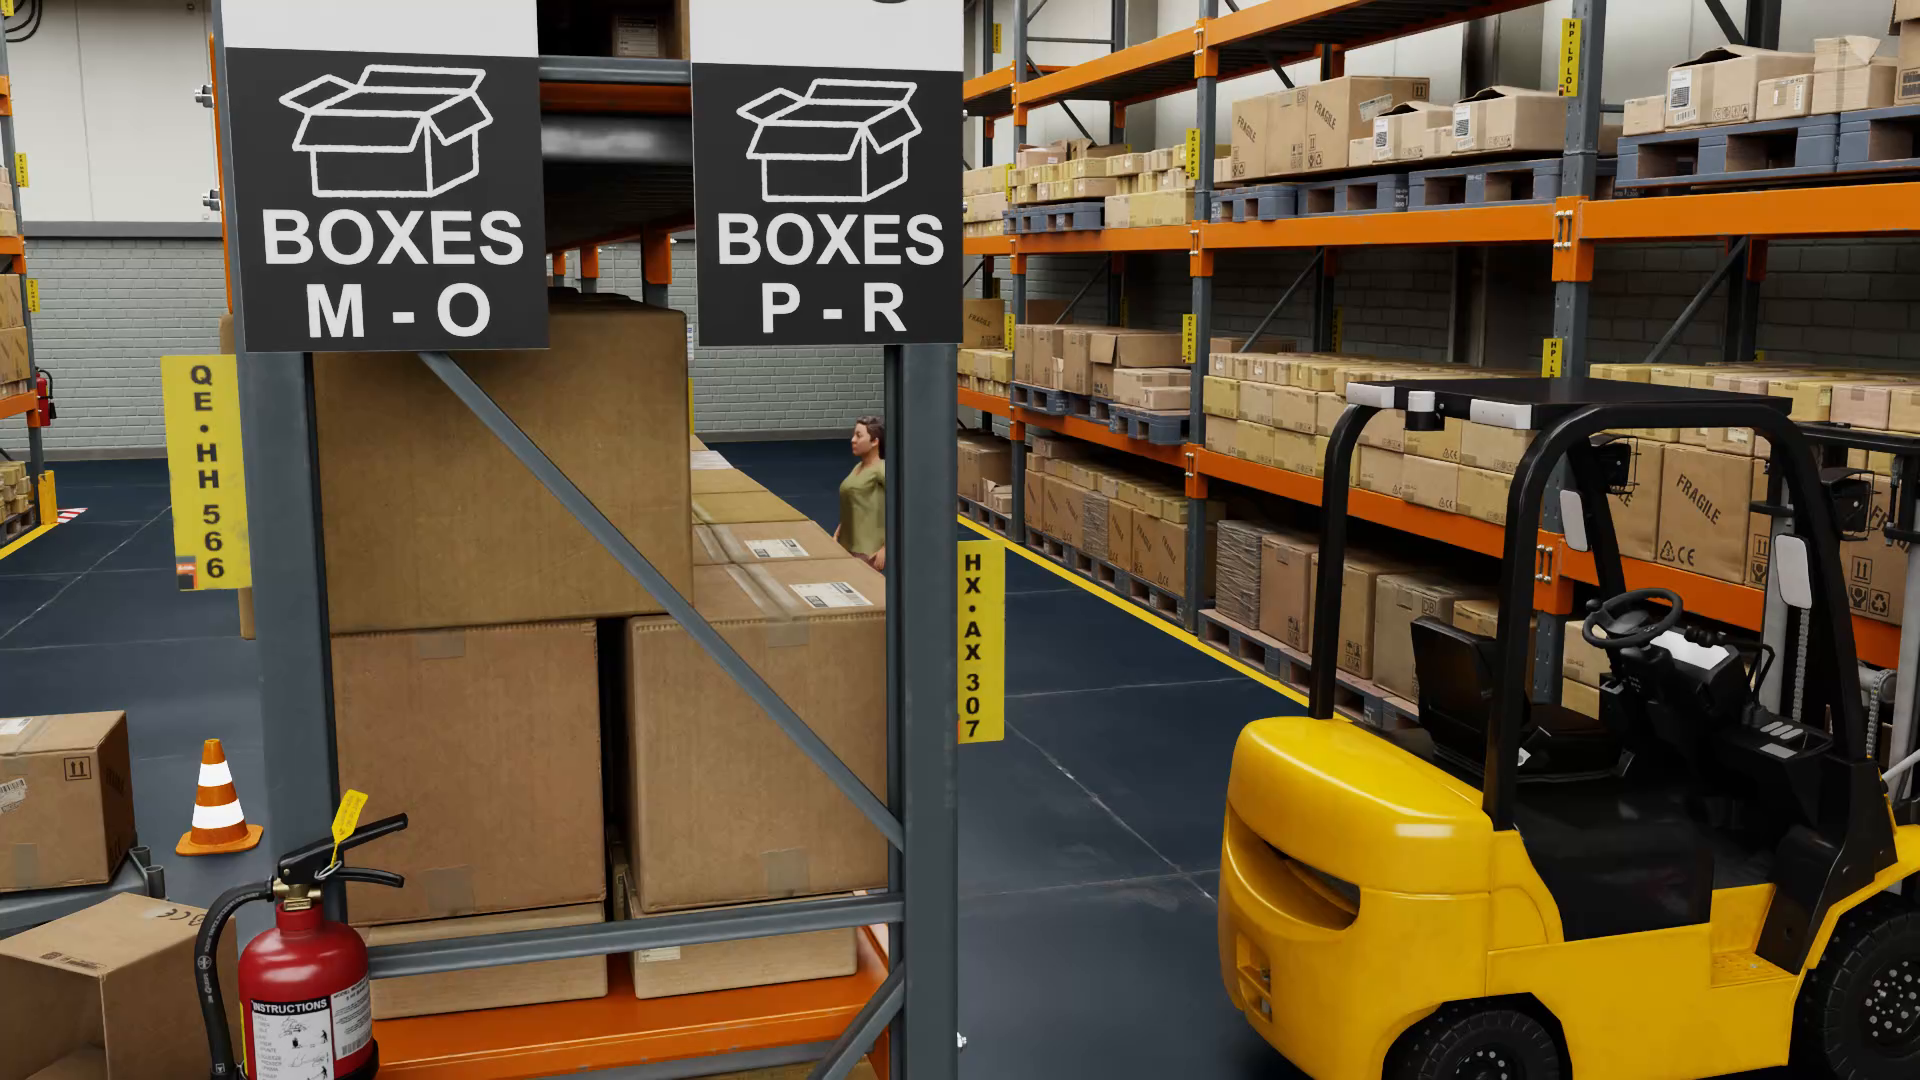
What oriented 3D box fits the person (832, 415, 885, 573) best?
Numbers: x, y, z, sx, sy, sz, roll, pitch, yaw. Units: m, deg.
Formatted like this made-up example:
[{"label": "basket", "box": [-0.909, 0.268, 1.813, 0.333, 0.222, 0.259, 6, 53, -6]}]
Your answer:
[{"label": "person", "box": [-0.594, 0.113, 9.872, 0.484, 1.695, 0.555, -4, 10, -24]}]
